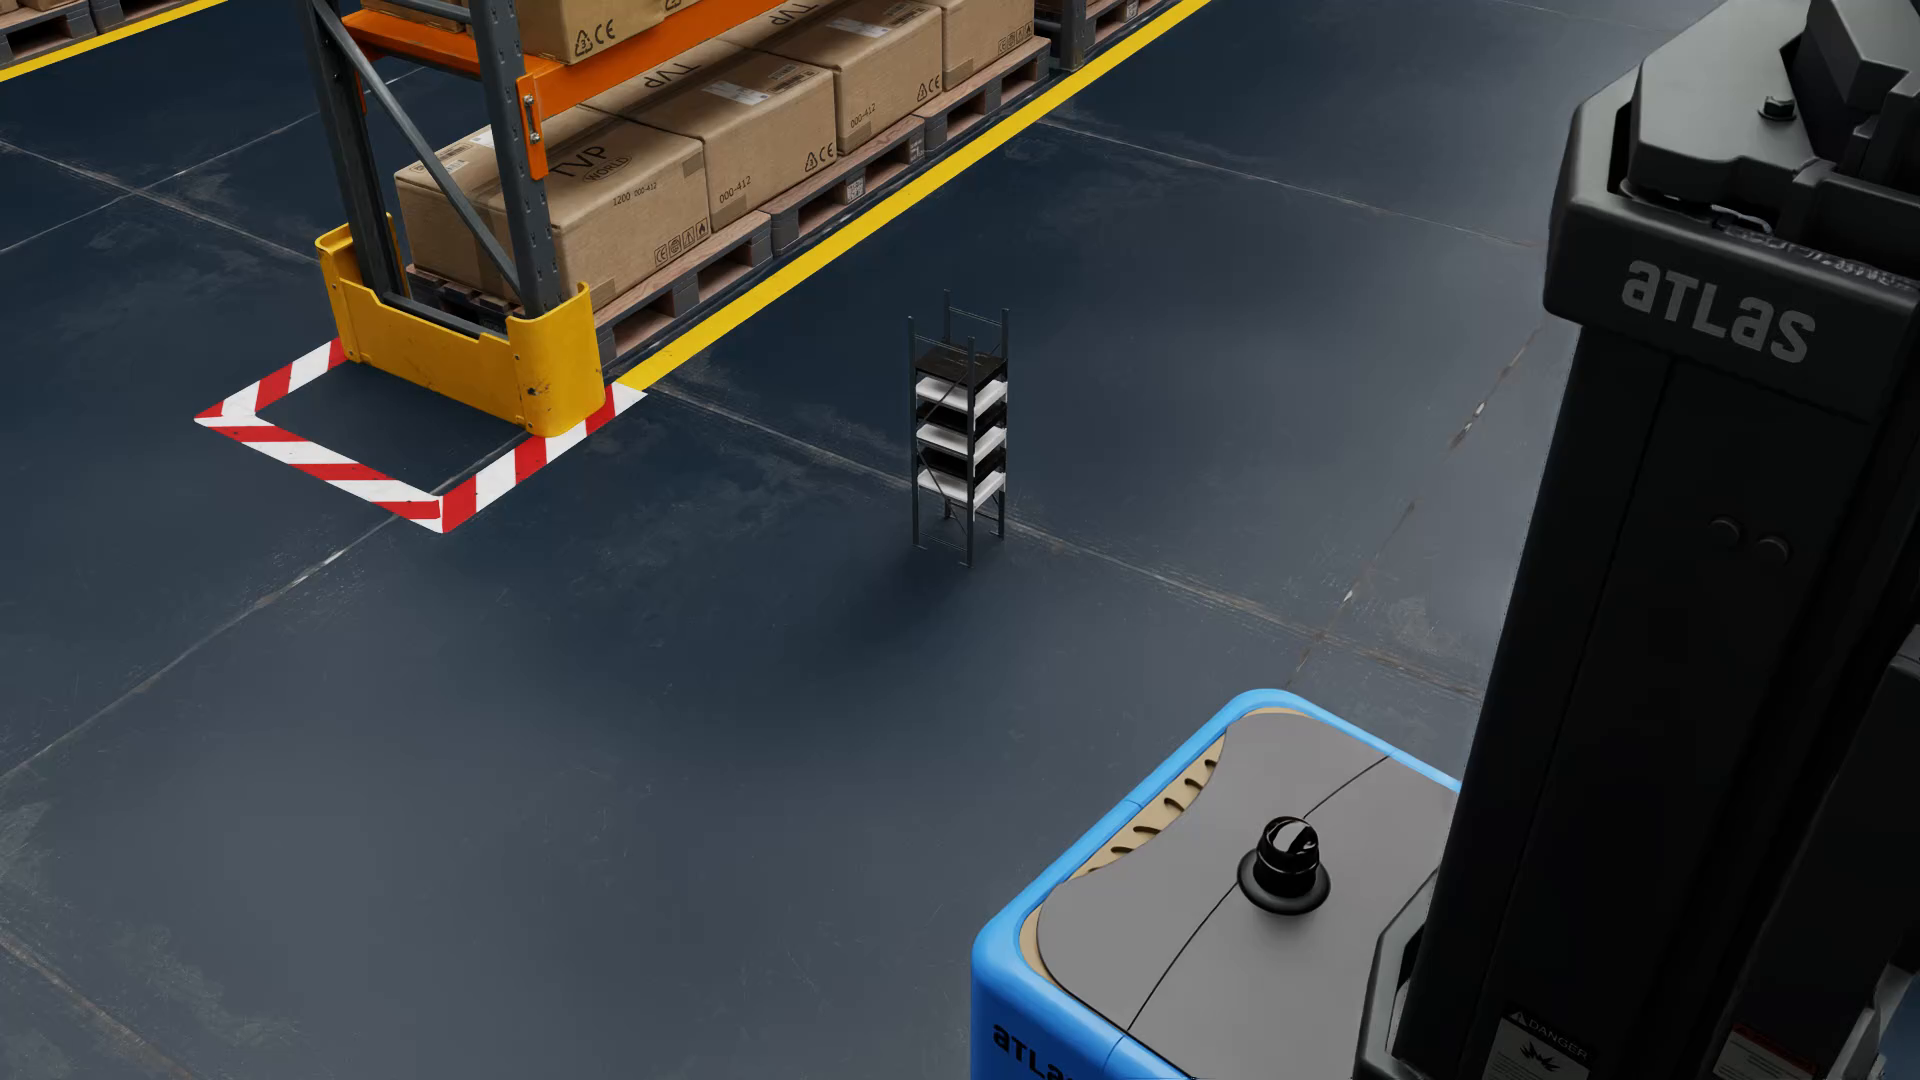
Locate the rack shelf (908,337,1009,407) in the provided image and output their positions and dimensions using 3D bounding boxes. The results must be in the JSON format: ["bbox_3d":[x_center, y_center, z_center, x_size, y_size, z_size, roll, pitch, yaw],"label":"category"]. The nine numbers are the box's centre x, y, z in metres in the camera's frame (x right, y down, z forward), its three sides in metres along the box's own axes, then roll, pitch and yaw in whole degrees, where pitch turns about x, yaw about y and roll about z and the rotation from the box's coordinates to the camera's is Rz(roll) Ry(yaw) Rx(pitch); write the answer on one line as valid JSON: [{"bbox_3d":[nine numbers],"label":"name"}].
[{"bbox_3d":[-0.004,-0.540,5.325,0.258,0.077,0.200,21,42,25],"label":"rack shelf"}]

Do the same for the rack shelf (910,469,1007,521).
[{"bbox_3d":[-0.004,-0.183,5.600,0.258,0.077,0.200,21,42,25],"label":"rack shelf"}]

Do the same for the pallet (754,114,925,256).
[{"bbox_3d":[-0.903,-1.808,7.922,1.003,0.211,1.213,21,42,25],"label":"pallet"}]

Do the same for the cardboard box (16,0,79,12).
[{"bbox_3d":[-5.214,-3.358,9.353,0.700,0.500,0.500,23,43,27],"label":"cardboard box"}]

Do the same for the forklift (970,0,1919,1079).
[{"bbox_3d":[1.443,0.801,2.310,3.031,2.935,1.130,28,46,32],"label":"forklift"}]

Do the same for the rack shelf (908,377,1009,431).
[{"bbox_3d":[-0.004,-0.468,5.380,0.258,0.077,0.200,21,42,25],"label":"rack shelf"}]

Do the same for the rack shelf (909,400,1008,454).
[{"bbox_3d":[-0.004,-0.397,5.435,0.258,0.077,0.200,21,42,25],"label":"rack shelf"}]

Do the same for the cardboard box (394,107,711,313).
[{"bbox_3d":[-1.650,-1.373,6.828,0.875,0.438,0.875,20,42,24],"label":"cardboard box"}]

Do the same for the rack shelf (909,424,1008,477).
[{"bbox_3d":[-0.004,-0.326,5.490,0.258,0.077,0.200,21,42,25],"label":"rack shelf"}]

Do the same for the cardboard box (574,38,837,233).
[{"bbox_3d":[-1.167,-1.847,7.444,0.875,0.438,0.875,22,43,26],"label":"cardboard box"}]

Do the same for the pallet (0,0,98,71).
[{"bbox_3d":[-5.645,-2.816,9.230,1.003,0.211,1.213,21,42,25],"label":"pallet"}]

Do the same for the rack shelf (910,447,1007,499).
[{"bbox_3d":[-0.004,-0.255,5.545,0.258,0.077,0.200,21,42,25],"label":"rack shelf"}]

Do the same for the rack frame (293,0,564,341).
[{"bbox_3d":[-1.919,-1.848,5.690,1.000,3.000,0.127,21,42,25],"label":"rack frame"}]

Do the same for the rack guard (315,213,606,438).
[{"bbox_3d":[-1.932,-0.846,6.438,1.175,0.500,0.348,21,42,25],"label":"rack guard"}]

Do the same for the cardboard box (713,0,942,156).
[{"bbox_3d":[-0.682,-2.311,8.046,0.875,0.438,0.875,20,42,24],"label":"cardboard box"}]

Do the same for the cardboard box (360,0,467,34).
[{"bbox_3d":[-1.884,-2.223,6.095,0.500,0.500,0.500,21,42,25],"label":"cardboard box"}]

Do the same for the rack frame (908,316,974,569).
[{"bbox_3d":[-0.059,-0.300,5.402,0.240,0.900,0.006,21,42,25],"label":"rack frame"}]

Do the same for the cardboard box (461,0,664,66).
[{"bbox_3d":[-1.420,-2.041,5.859,0.500,0.500,0.500,21,42,25],"label":"cardboard box"}]

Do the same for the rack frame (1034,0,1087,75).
[{"bbox_3d":[0.224,-3.910,8.365,1.000,3.000,0.127,21,42,25],"label":"rack frame"}]

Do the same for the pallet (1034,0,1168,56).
[{"bbox_3d":[0.573,-3.228,9.765,1.003,0.211,1.213,21,42,25],"label":"pallet"}]

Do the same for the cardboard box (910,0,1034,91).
[{"bbox_3d":[-0.203,-2.773,8.645,0.875,0.438,0.875,21,42,24],"label":"cardboard box"}]

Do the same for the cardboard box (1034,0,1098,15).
[{"bbox_3d":[0.488,-3.581,9.334,0.875,0.875,0.875,23,43,26],"label":"cardboard box"}]

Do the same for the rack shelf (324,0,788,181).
[{"bbox_3d":[-0.848,-2.594,7.247,1.077,0.370,4.000,21,42,25],"label":"rack shelf"}]

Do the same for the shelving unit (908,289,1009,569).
[{"bbox_3d":[-0.004,-0.352,5.470,0.258,0.900,0.210,21,42,25],"label":"shelving unit"}]

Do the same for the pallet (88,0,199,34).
[{"bbox_3d":[-4.991,-3.442,10.042,1.003,0.211,1.213,21,42,25],"label":"pallet"}]

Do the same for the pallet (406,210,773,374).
[{"bbox_3d":[-1.557,-1.181,7.110,1.003,0.211,1.213,21,42,25],"label":"pallet"}]

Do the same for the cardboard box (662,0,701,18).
[{"bbox_3d":[-1.172,-2.311,6.209,0.500,0.500,0.500,21,42,25],"label":"cardboard box"}]

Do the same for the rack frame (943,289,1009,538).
[{"bbox_3d":[0.050,-0.405,5.538,0.240,0.900,0.006,21,42,25],"label":"rack frame"}]

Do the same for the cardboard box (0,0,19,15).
[{"bbox_3d":[-5.444,-2.998,9.173,0.380,0.149,0.250,19,42,23],"label":"cardboard box"}]

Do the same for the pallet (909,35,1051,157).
[{"bbox_3d":[-0.250,-2.439,8.741,1.003,0.211,1.213,21,42,25],"label":"pallet"}]
